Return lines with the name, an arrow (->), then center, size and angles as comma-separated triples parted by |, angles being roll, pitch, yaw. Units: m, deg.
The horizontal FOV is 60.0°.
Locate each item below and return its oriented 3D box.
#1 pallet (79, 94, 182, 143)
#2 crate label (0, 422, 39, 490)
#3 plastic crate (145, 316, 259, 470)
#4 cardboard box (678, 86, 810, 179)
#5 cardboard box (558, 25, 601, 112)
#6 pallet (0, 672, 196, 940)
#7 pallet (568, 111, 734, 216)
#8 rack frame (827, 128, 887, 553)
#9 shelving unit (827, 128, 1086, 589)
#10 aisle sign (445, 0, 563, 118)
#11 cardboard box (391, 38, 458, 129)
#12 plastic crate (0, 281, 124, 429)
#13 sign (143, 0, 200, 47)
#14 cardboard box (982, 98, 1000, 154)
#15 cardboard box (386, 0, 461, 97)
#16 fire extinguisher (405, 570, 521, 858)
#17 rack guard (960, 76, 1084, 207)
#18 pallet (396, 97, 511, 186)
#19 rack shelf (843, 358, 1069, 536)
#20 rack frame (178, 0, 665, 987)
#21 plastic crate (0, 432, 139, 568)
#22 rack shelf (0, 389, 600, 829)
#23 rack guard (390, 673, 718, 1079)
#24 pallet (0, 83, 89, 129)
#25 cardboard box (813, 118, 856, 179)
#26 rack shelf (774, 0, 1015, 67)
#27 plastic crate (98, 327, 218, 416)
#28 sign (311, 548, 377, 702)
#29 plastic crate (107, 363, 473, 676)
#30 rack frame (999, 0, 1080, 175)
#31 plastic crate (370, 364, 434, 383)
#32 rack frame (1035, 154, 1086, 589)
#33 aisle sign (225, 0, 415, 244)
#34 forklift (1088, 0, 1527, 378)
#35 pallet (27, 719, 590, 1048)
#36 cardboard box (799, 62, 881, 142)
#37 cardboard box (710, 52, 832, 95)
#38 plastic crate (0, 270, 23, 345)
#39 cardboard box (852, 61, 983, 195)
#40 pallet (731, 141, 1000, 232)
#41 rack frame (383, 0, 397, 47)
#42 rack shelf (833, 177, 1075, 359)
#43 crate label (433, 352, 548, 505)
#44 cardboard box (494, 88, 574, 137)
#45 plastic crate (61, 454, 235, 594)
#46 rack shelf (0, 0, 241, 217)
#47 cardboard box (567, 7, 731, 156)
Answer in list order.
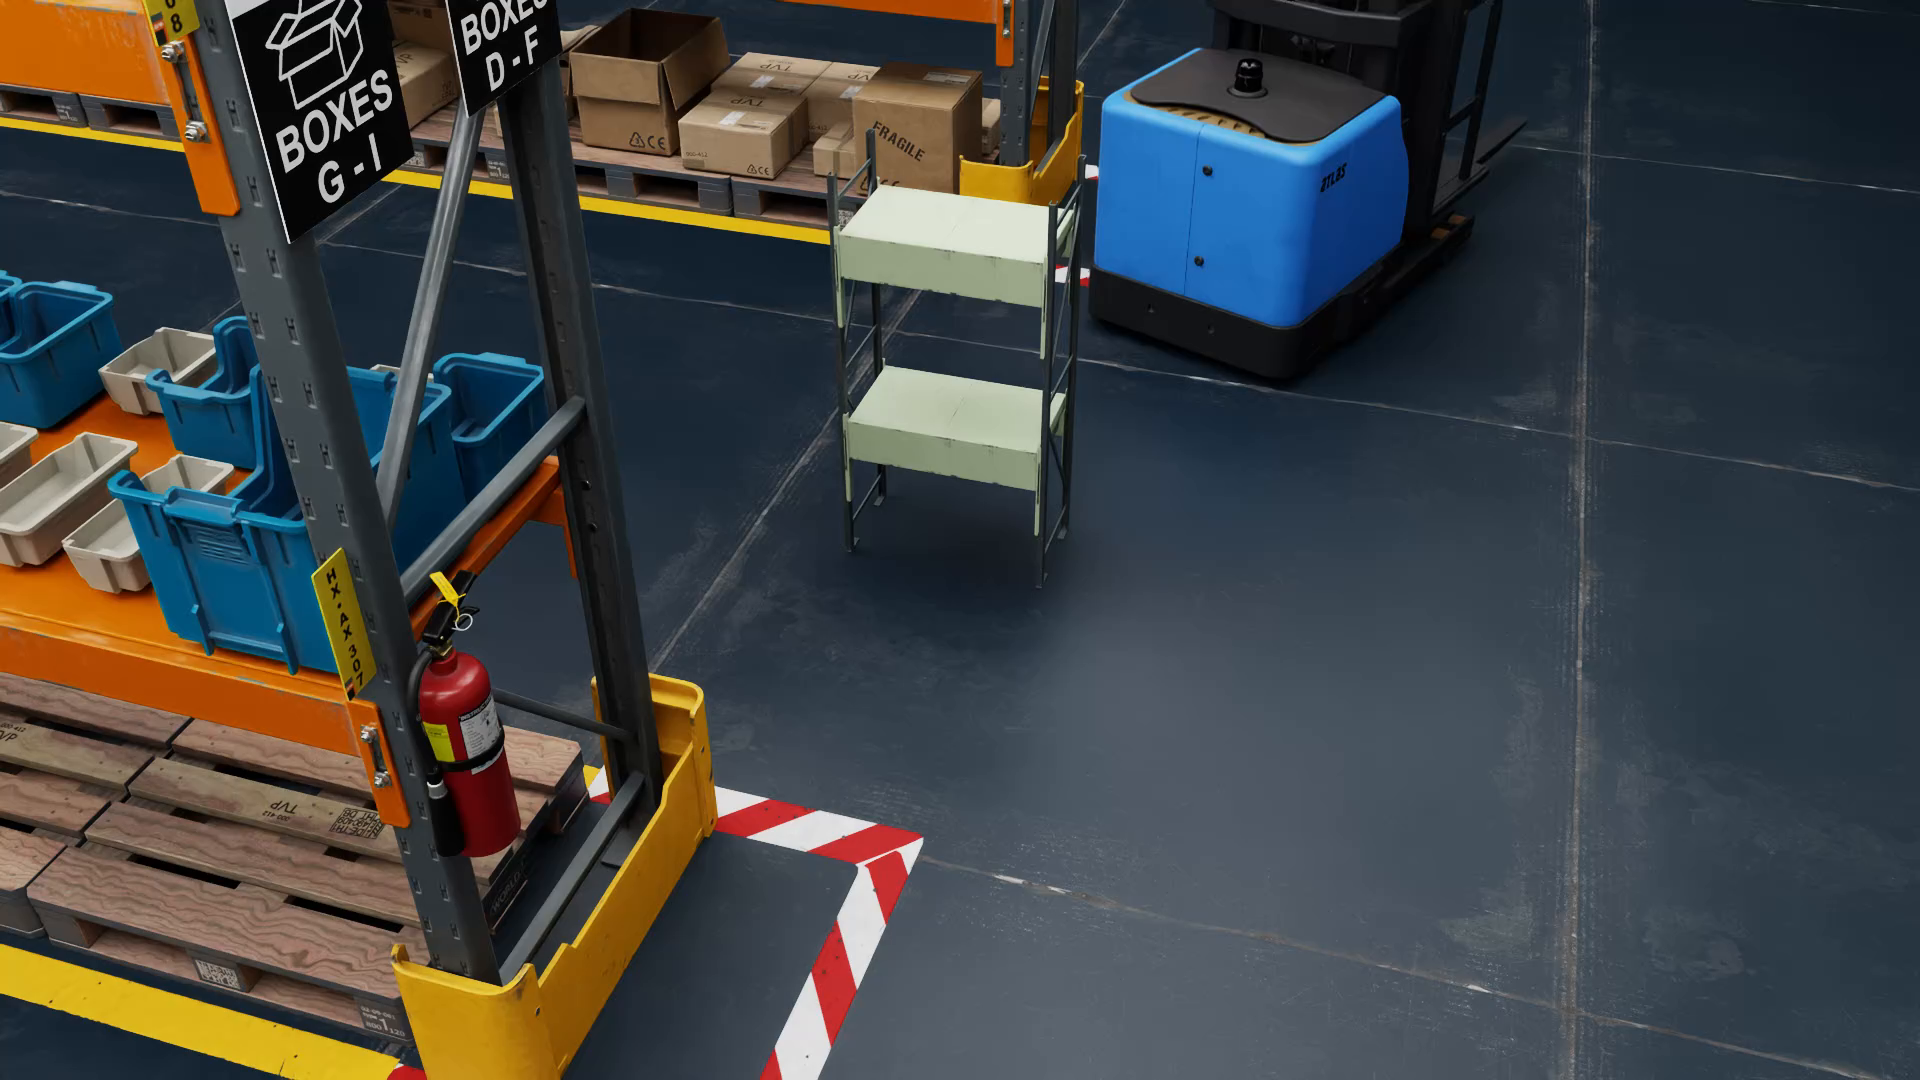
pallet -> -4.214, -2.584, 9.582 | 1.213, 0.211, 1.003 | 10, 38, 14
crate label -> -2.466, -0.130, 4.068 | 0.243, 0.136, 0.396 | 10, 38, 14
plastic crate -> -1.854, -0.378, 4.324 | 0.300, 0.233, 0.416 | 10, 38, 14
cardboard box -> -1.098, -2.089, 8.506 | 0.500, 0.250, 0.500 | 10, 38, 14
cardboard box -> -2.082, -2.606, 9.157 | 0.500, 0.311, 0.500 | 10, 38, 14
pallet -> -3.025, 0.663, 5.171 | 1.213, 0.211, 1.003 | 10, 38, 14
pallet -> -1.602, -2.125, 8.959 | 1.213, 0.211, 1.003 | 10, 38, 14
rack frame -> -0.356, -0.670, 5.895 | 0.023, 1.500, 0.400 | 10, 38, 14
shelving unit -> -0.006, -0.605, 5.807 | 0.755, 1.500, 0.431 | 10, 38, 14
aisle sign -> -0.931, -1.278, 3.262 | 0.004, 0.787, 0.394 | 10, 38, 14
cardboard box -> -3.090, -2.482, 8.989 | 0.500, 0.311, 0.500 | 10, 38, 14
plastic crate -> -2.483, -0.495, 4.482 | 0.300, 0.233, 0.416 | 10, 38, 14
sign -> -1.237, -0.927, 2.537 | 0.005, 0.325, 0.100 | 10, 38, 14
cardboard box -> 0.095, -2.175, 8.708 | 0.250, 0.149, 0.380 | 10, 38, 14
cardboard box -> -2.798, -2.815, 9.281 | 0.500, 0.500, 0.500 | 10, 38, 14
fire extinguisher -> -1.080, 0.390, 3.570 | 0.183, 0.674, 0.296 | 10, 38, 14
rack guard -> 0.320, -1.884, 8.388 | 0.348, 0.500, 1.175 | 10, 38, 14
pallet -> -2.771, -2.339, 9.250 | 1.213, 0.211, 1.003 | 10, 38, 14
rack shelf -> -0.006, -0.343, 6.000 | 0.720, 0.370, 0.431 | 10, 38, 14
rack frame -> -1.089, -0.075, 3.822 | 0.127, 3.000, 1.000 | 10, 38, 14
plastic crate -> -2.193, -0.094, 4.020 | 0.243, 0.136, 0.396 | 10, 38, 14
rack shelf -> -2.998, -0.139, 4.515 | 4.000, 0.370, 1.077 | 10, 38, 14
rack guard -> -1.062, 0.928, 4.567 | 0.348, 0.500, 1.175 | 10, 38, 14
pallet -> -5.382, -2.798, 9.874 | 1.213, 0.211, 1.003 | 10, 38, 14
cardboard box -> -0.560, -1.993, 8.446 | 0.250, 0.166, 0.380 | 10, 38, 14
rack shelf -> -1.517, -2.941, 8.322 | 4.000, 0.370, 1.077 | 10, 38, 14
plastic crate -> -2.155, -0.447, 4.498 | 0.298, 0.136, 0.250 | 10, 38, 14
sign -> -1.237, 0.173, 3.347 | 0.005, 0.325, 0.100 | 10, 38, 14
plastic crate -> -1.464, -0.067, 3.730 | 0.499, 0.435, 0.616 | 10, 38, 14
rack frame -> 0.392, -2.877, 7.629 | 0.127, 3.000, 1.000 | 10, 38, 14
plastic crate -> -1.507, -0.327, 4.335 | 0.298, 0.136, 0.250 | 10, 38, 14
rack frame -> 0.343, -0.541, 5.719 | 0.023, 1.500, 0.400 | 10, 38, 14
aisle sign -> -1.107, -0.944, 2.809 | 0.004, 0.787, 0.394 | 10, 38, 14
forklift -> 1.875, -2.685, 7.425 | 1.130, 2.935, 3.031 | 24, 43, 29
pallet -> -1.864, 0.880, 4.876 | 1.213, 0.211, 1.003 | 10, 38, 14
cardboard box -> -0.520, -2.292, 8.782 | 0.500, 0.250, 0.500 | 10, 38, 14
cardboard box -> -0.997, -2.380, 8.902 | 0.500, 0.250, 0.500 | 10, 38, 14
plastic crate -> -2.769, -0.548, 4.554 | 0.300, 0.233, 0.416 | 10, 38, 14
cardboard box -> -0.200, -2.004, 8.180 | 0.500, 0.500, 0.500 | 10, 38, 14
pallet -> -0.442, -1.908, 8.664 | 1.213, 0.211, 1.003 | 10, 38, 14
rack frame -> -3.426, -3.584, 8.589 | 0.127, 3.000, 1.000 | 10, 38, 14
rack shelf -> -0.006, -0.920, 5.576 | 0.720, 0.370, 0.431 | 10, 38, 14
crate label -> -1.226, -0.262, 4.166 | 0.303, 0.233, 0.416 | 10, 38, 14
cardboard box -> -2.261, -2.277, 8.832 | 0.250, 0.166, 0.380 | 10, 38, 14
plastic crate -> -1.921, -0.035, 3.939 | 0.243, 0.136, 0.396 | 10, 38, 14
rack shelf -> -2.998, -1.347, 3.626 | 4.000, 0.370, 1.077 | 10, 38, 14
cardboard box -> -1.631, -2.427, 8.752 | 0.637, 0.503, 0.797 | 10, 38, 14
